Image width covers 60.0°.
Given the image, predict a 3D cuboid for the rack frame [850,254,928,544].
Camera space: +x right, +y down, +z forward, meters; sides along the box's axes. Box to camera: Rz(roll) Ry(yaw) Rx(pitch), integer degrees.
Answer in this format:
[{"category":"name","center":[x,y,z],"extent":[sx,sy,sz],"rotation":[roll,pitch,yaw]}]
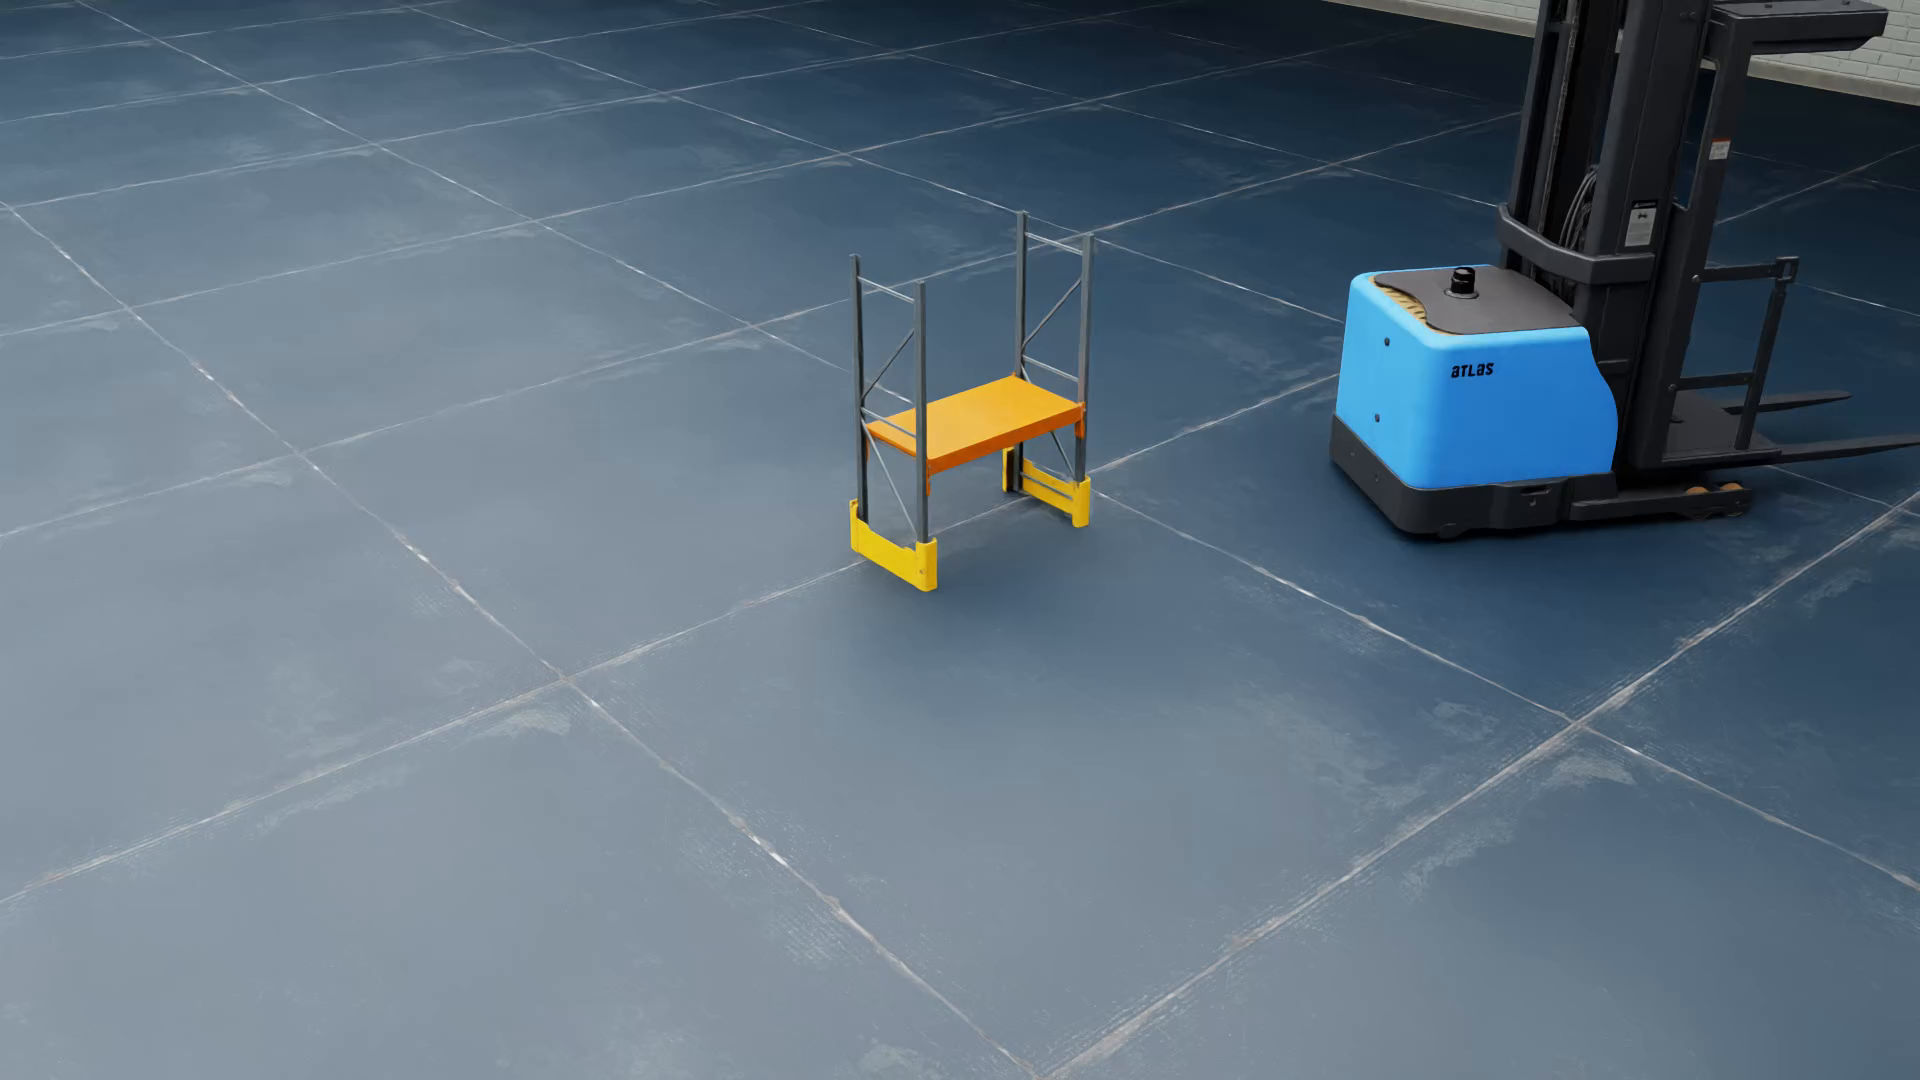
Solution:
[{"category":"rack frame","center":[-0.322,-0.532,7.654],"extent":[0.032,1.500,0.500],"rotation":[-22,35,-35]}]

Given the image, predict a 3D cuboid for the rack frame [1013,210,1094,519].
[{"category":"rack frame","center":[0.452,-0.843,8.236],"extent":[0.032,1.500,0.500],"rotation":[-22,35,-35]}]

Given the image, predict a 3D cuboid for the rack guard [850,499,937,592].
[{"category":"rack guard","center":[-0.321,0.019,7.950],"extent":[0.087,0.250,0.587],"rotation":[-22,35,-35]}]

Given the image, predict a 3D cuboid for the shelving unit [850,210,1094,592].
[{"category":"shelving unit","center":[0.058,-0.685,7.940],"extent":[1.083,1.500,0.587],"rotation":[-22,35,-35]}]

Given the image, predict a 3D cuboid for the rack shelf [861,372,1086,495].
[{"category":"rack shelf","center":[0.065,-0.529,8.030],"extent":[1.000,0.185,0.538],"rotation":[-22,35,-35]}]

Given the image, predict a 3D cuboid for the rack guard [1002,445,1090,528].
[{"category":"rack guard","center":[0.437,-0.286,8.520],"extent":[0.087,0.250,0.587],"rotation":[-22,35,-35]}]

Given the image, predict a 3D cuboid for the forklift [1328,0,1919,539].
[{"category":"forklift","center":[3.558,-1.634,8.197],"extent":[3.031,2.935,1.130],"rotation":[-5,29,-10]}]
